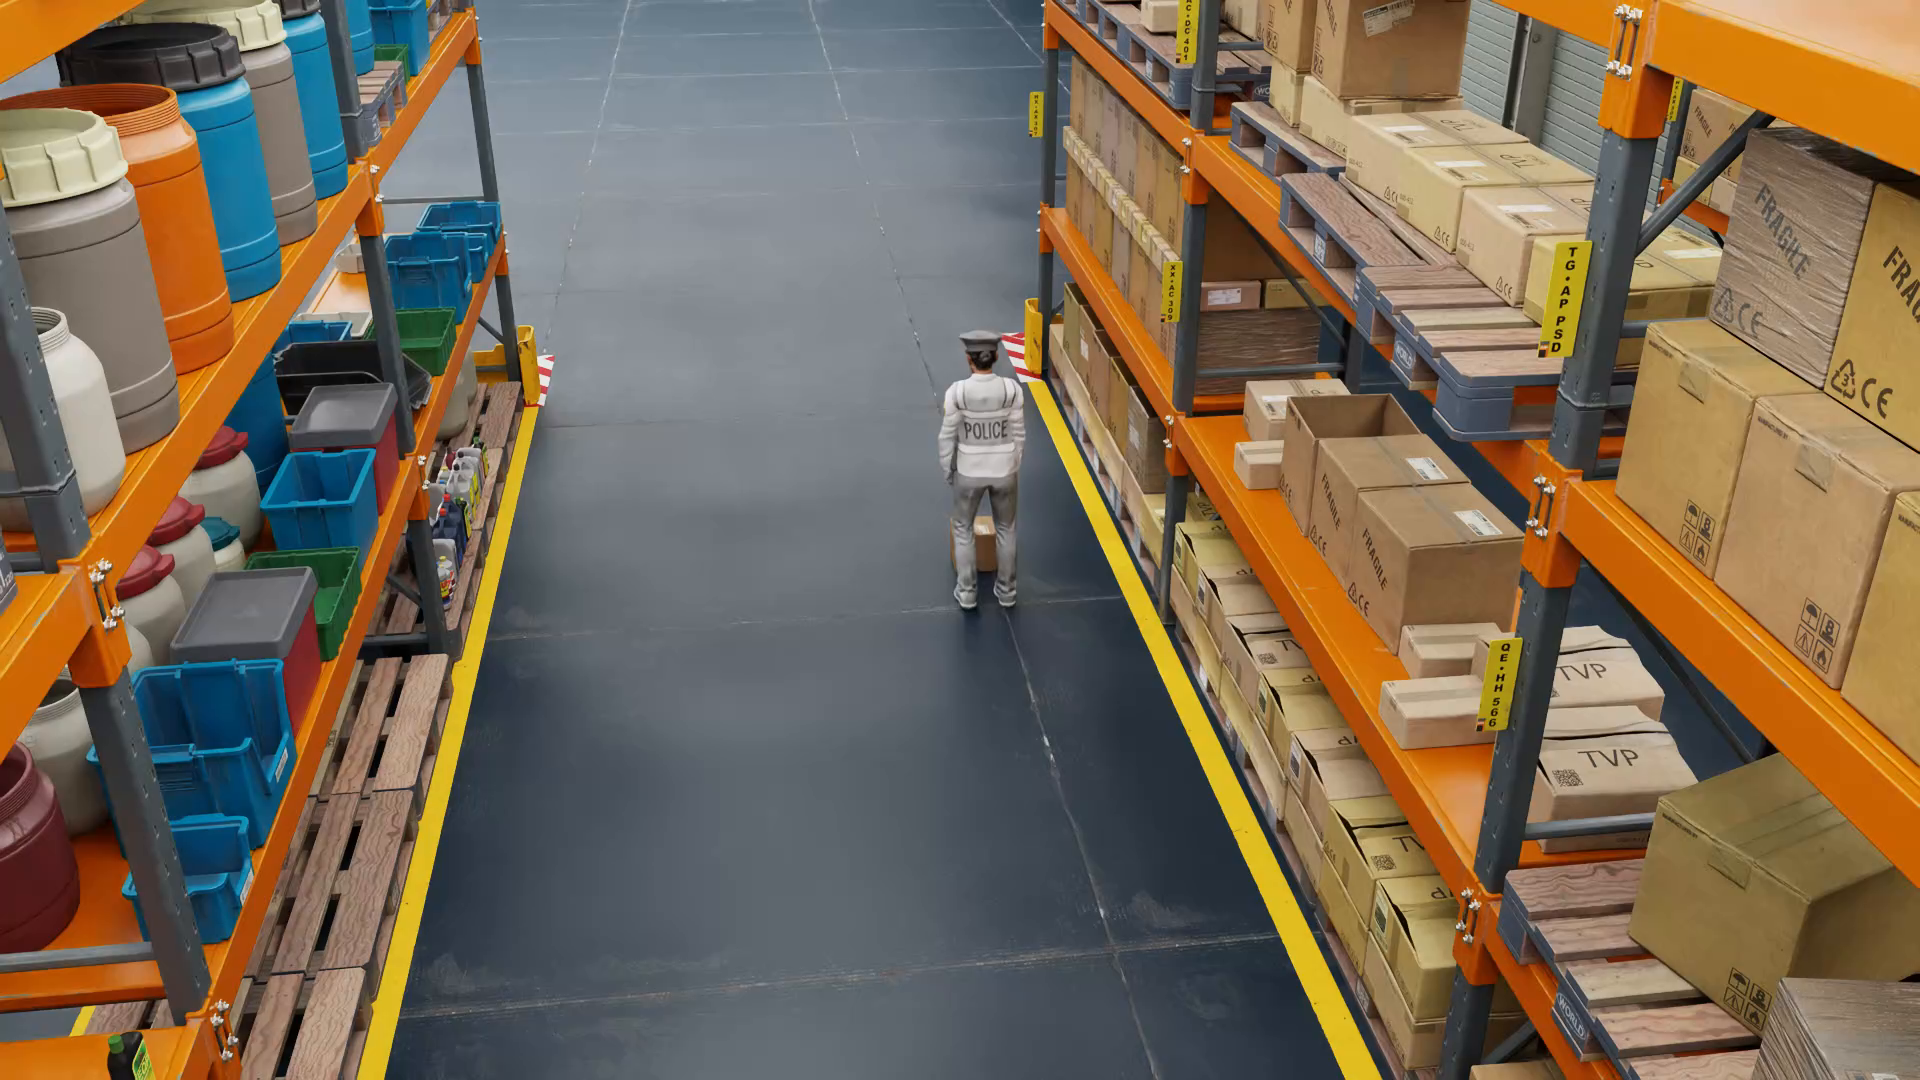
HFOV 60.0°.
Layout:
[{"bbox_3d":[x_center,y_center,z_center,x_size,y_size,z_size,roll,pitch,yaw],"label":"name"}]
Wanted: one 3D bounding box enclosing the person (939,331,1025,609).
[{"bbox_3d":[0.121,-0.380,9.380,0.485,1.650,0.381,-2,27,-5],"label":"person"}]
